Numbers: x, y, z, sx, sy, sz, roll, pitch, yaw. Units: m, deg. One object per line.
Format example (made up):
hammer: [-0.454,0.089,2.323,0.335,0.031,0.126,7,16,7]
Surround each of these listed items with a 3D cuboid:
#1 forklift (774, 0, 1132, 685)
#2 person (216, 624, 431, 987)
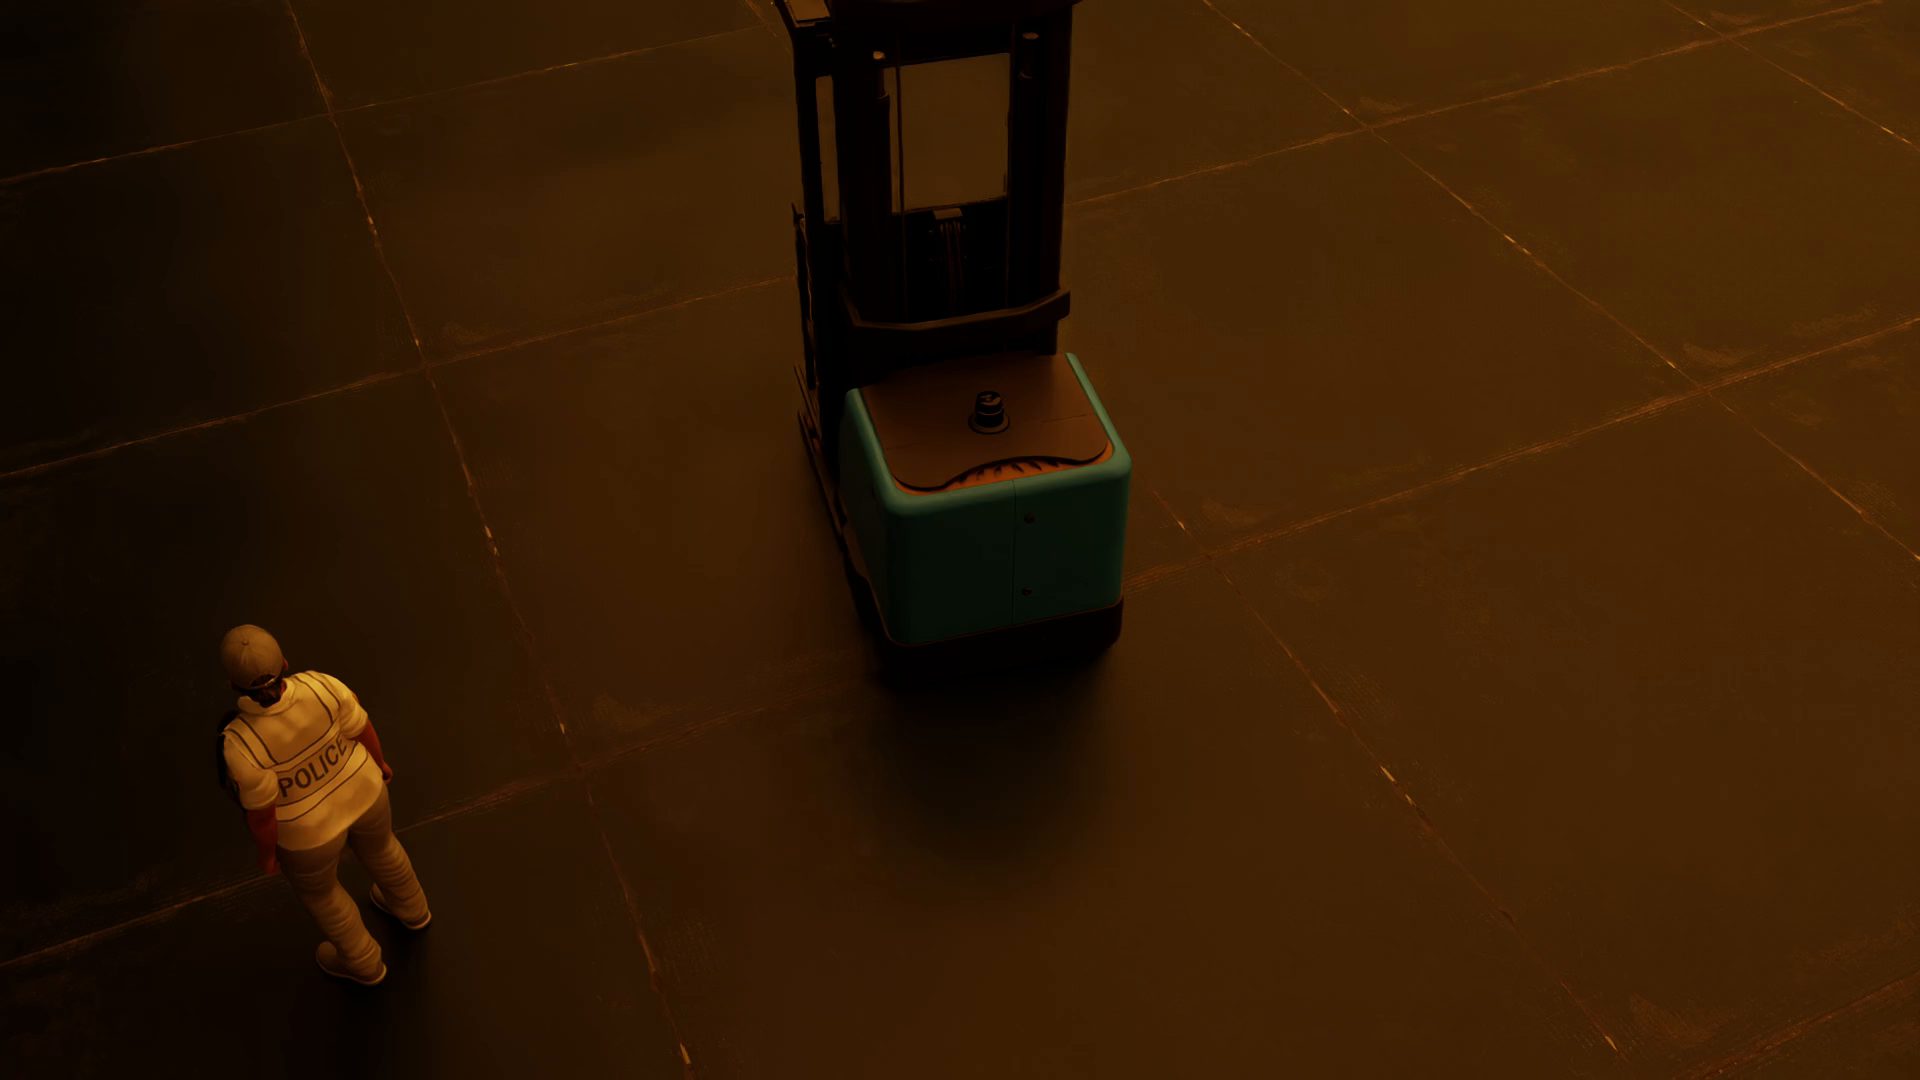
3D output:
forklift: [-0.178,-1.476,7.261,1.130,2.935,3.031,-11,44,-11]
person: [-2.175,0.900,5.648,0.396,1.667,0.536,25,49,25]
